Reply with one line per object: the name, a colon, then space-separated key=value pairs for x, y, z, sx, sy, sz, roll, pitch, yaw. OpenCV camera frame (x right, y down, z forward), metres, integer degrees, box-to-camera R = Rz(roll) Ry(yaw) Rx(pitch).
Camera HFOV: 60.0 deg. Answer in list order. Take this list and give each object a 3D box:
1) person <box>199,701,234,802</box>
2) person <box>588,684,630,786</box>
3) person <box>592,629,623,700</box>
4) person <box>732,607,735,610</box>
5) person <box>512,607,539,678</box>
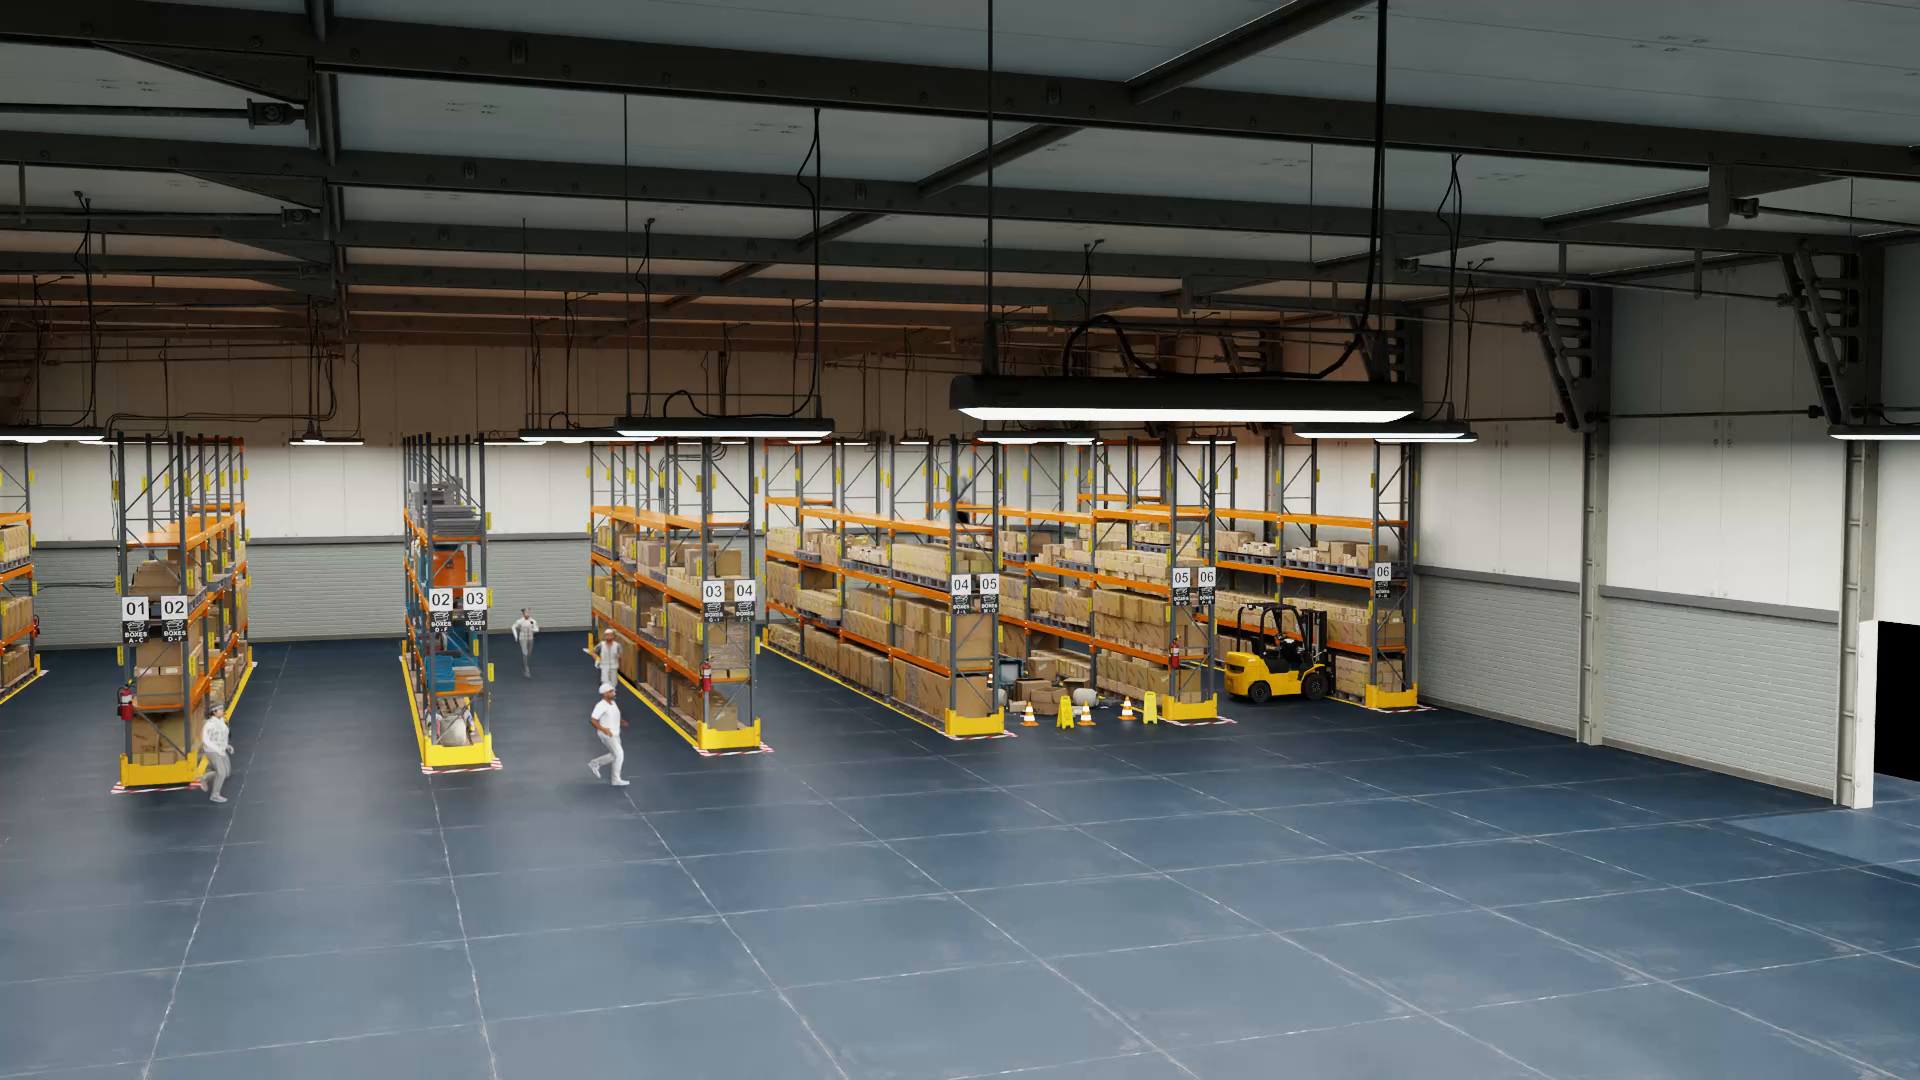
person: x=-12.089 y=3.420 z=26.915 sx=0.585 sy=1.644 sz=0.599 roll=0 pitch=3 yaw=4
person: x=-5.974 y=3.296 z=28.180 sx=0.779 sy=1.730 sz=0.710 roll=1 pitch=3 yaw=11
person: x=-7.597 y=2.840 z=36.006 sx=0.634 sy=1.833 sz=0.709 roll=-1 pitch=3 yaw=-21
person: x=-6.922 y=2.187 z=48.150 sx=0.765 sy=1.725 sz=0.924 roll=2 pitch=4 yaw=28
person: x=-10.891 y=2.553 z=41.767 sx=0.587 sy=1.742 sz=0.807 roll=-2 pitch=4 yaw=-35
